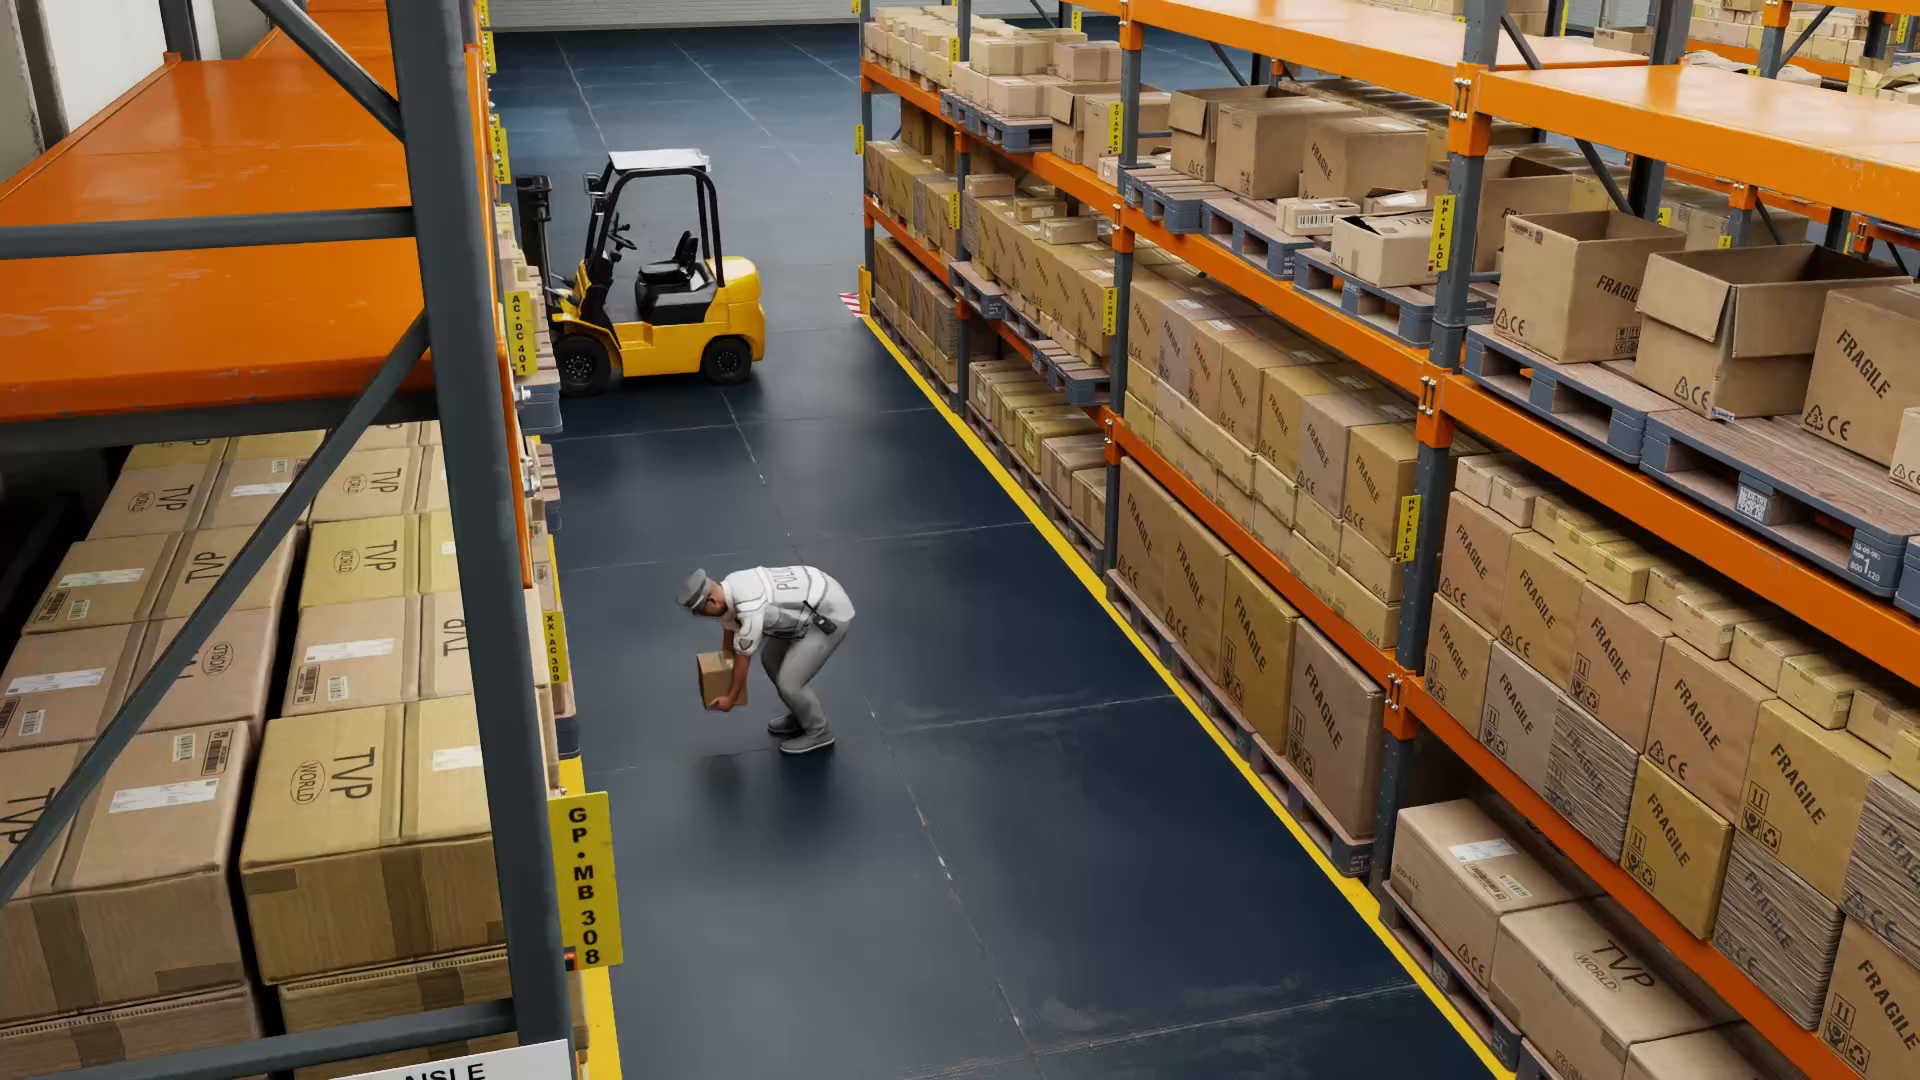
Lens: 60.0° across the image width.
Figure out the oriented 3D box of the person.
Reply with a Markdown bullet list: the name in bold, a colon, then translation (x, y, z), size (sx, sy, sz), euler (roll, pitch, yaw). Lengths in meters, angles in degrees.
- **person**: translation (-1.135, 0.620, 9.719), size (1.006, 1.284, 0.496), euler (-7, 24, -16)
